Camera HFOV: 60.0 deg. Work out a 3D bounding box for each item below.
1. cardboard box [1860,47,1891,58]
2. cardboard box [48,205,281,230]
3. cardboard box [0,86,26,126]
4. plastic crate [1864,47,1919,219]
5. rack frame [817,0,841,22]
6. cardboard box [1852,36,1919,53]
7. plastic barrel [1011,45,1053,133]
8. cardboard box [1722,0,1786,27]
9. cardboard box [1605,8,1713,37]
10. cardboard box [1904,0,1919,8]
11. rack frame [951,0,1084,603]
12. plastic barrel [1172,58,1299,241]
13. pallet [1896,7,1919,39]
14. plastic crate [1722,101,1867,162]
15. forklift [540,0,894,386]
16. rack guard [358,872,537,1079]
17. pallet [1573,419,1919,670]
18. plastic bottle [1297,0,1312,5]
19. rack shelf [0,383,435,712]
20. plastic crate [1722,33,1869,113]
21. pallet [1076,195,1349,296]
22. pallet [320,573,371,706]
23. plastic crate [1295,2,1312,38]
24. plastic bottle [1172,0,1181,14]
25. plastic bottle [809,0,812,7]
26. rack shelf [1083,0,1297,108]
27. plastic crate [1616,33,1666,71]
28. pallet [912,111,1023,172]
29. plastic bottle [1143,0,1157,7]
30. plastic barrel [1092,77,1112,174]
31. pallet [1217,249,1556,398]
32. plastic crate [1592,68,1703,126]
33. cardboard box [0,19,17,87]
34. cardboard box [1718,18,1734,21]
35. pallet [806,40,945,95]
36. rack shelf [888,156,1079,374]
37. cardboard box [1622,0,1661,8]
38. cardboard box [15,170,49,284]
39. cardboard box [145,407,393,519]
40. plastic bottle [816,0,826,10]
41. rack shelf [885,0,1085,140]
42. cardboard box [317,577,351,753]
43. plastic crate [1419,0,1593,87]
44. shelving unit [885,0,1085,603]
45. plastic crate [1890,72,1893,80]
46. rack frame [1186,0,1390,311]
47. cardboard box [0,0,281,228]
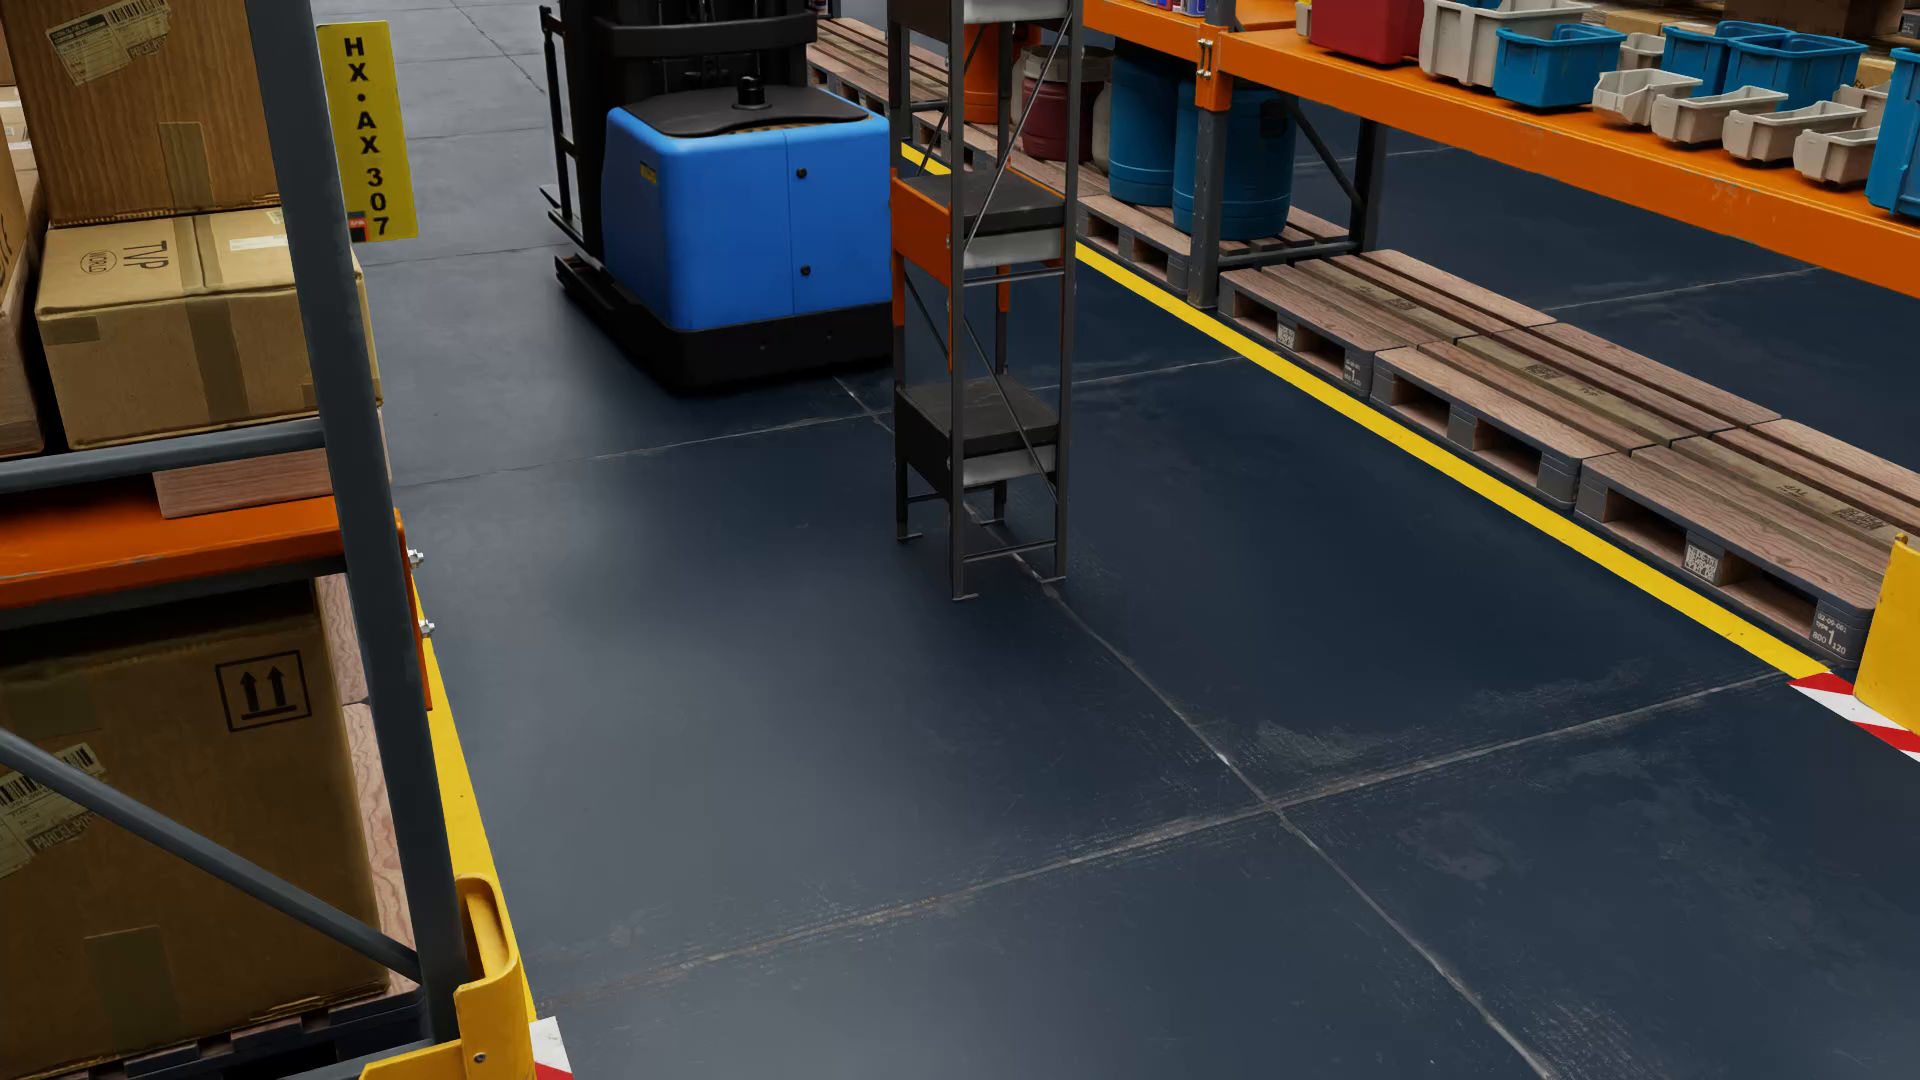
[{"bbox_3d":[5.504,-2.834,10.484,0.500,0.500,0.500,-10,28,-20],"label":"cardboard box"},{"bbox_3d":[-1.553,-0.609,3.410,0.500,0.250,0.500,-11,28,-21],"label":"cardboard box"},{"bbox_3d":[-2.443,-0.930,4.067,0.500,0.250,0.500,-11,28,-21],"label":"cardboard box"},{"bbox_3d":[2.851,-1.091,4.456,0.616,0.435,0.499,-11,28,-21],"label":"plastic crate"},{"bbox_3d":[-1.545,-5.789,14.188,1.000,3.000,0.127,-11,28,-21],"label":"rack frame"},{"bbox_3d":[5.962,-2.934,10.688,0.500,0.500,0.500,-10,28,-20],"label":"cardboard box"},{"bbox_3d":[0.532,-2.838,10.500,0.421,0.512,0.421,0,26,0],"label":"plastic barrel"},{"bbox_3d":[5.593,-3.664,11.328,0.500,0.250,0.500,-11,28,-22],"label":"cardboard box"},{"bbox_3d":[4.898,-3.452,11.748,0.500,0.500,0.500,-11,28,-21],"label":"cardboard box"},{"bbox_3d":[8.807,-5.233,15.396,0.700,0.500,0.500,-10,28,-20],"label":"cardboard box"},{"bbox_3d":[0.160,-0.778,4.951,0.400,2.100,0.015,-11,28,-21],"label":"rack frame"},{"bbox_3d":[1.390,-2.028,8.397,0.600,0.901,0.708,-11,28,-21],"label":"plastic barrel"},{"bbox_3d":[8.832,-4.939,15.625,1.003,0.211,1.213,-11,28,-21],"label":"pallet"},{"bbox_3d":[2.568,-1.271,5.166,0.396,0.136,0.243,-11,28,-21],"label":"plastic crate"},{"bbox_3d":[-1.367,-2.569,7.671,1.130,2.935,3.031,-12,29,-24],"label":"forklift"},{"bbox_3d":[-1.394,1.039,3.051,1.175,0.500,0.348,-11,28,-21],"label":"rack guard"},{"bbox_3d":[2.867,-0.031,5.573,1.003,0.211,1.213,-11,28,-21],"label":"pallet"},{"bbox_3d":[1.732,-2.751,8.023,0.144,0.351,0.185,-11,28,-21],"label":"plastic bottle"},{"bbox_3d":[-2.187,-0.578,4.334,1.077,0.370,4.000,-11,28,-21],"label":"rack shelf"},{"bbox_3d":[2.845,-1.584,5.698,0.416,0.233,0.300,-11,28,-21],"label":"plastic crate"},{"bbox_3d":[1.324,-1.625,8.838,1.003,0.211,1.213,-11,28,-21],"label":"pallet"},{"bbox_3d":[-2.262,0.358,4.775,1.003,0.211,1.213,-11,28,-21],"label":"pallet"},{"bbox_3d":[1.638,-2.255,7.183,0.396,0.136,0.243,-11,28,-21],"label":"plastic crate"},{"bbox_3d":[1.065,-2.616,7.915,0.097,0.201,0.097,0,26,0],"label":"plastic bottle"},{"bbox_3d":[-1.347,-5.015,15.291,0.097,0.201,0.097,0,26,0],"label":"plastic bottle"},{"bbox_3d":[0.804,-3.044,9.385,1.077,0.370,4.000,-11,28,-21],"label":"rack shelf"},{"bbox_3d":[2.546,-1.817,6.284,0.293,0.136,0.466,-11,28,-21],"label":"plastic crate"},{"bbox_3d":[0.368,-2.610,10.855,1.003,0.211,1.213,-11,28,-21],"label":"pallet"},{"bbox_3d":[0.993,-2.755,8.115,0.152,0.276,0.135,-11,28,-21],"label":"plastic bottle"},{"bbox_3d":[0.974,-2.382,9.567,0.421,0.512,0.421,0,26,0],"label":"plastic barrel"},{"bbox_3d":[1.911,-1.016,7.591,1.003,0.211,1.213,-11,28,-21],"label":"pallet"},{"bbox_3d":[2.303,-1.495,5.626,0.298,0.136,0.250,-11,28,-21],"label":"plastic crate"},{"bbox_3d":[-2.624,-1.465,4.309,0.500,0.500,0.500,-11,28,-22],"label":"cardboard box"},{"bbox_3d":[5.576,-3.341,11.522,0.500,0.500,0.500,-12,28,-23],"label":"cardboard box"},{"bbox_3d":[-0.721,-3.732,13.154,1.003,0.211,1.213,-11,28,-21],"label":"pallet"},{"bbox_3d":[0.065,-0.864,5.158,0.431,0.518,0.480,-11,28,-21],"label":"rack shelf"},{"bbox_3d":[5.162,-3.761,12.382,0.500,0.500,0.500,-9,28,-19],"label":"cardboard box"},{"bbox_3d":[-2.035,-0.515,3.217,0.500,0.250,0.500,-11,28,-21],"label":"cardboard box"},{"bbox_3d":[-1.239,-0.181,2.988,0.380,0.149,0.250,-10,28,-20],"label":"cardboard box"},{"bbox_3d":[-1.267,-4.965,15.108,0.097,0.271,0.097,0,26,0],"label":"plastic bottle"},{"bbox_3d":[0.065,-1.493,4.851,0.431,0.518,0.480,-11,28,-21],"label":"rack shelf"},{"bbox_3d":[-2.084,0.060,4.150,0.875,0.875,0.875,-11,28,-21],"label":"cardboard box"},{"bbox_3d":[2.016,-1.885,6.259,0.437,0.282,0.530,-11,28,-21],"label":"plastic crate"},{"bbox_3d":[0.065,-0.877,5.152,0.431,2.100,0.503,-11,28,-21],"label":"shelving unit"},{"bbox_3d":[3.102,-1.318,5.154,0.416,0.233,0.300,-11,28,-21],"label":"plastic crate"},{"bbox_3d":[1.587,-2.559,7.573,1.000,3.000,0.127,-11,28,-21],"label":"rack frame"},{"bbox_3d":[-1.539,-0.939,3.231,0.500,0.500,0.500,-11,28,-22],"label":"cardboard box"}]
